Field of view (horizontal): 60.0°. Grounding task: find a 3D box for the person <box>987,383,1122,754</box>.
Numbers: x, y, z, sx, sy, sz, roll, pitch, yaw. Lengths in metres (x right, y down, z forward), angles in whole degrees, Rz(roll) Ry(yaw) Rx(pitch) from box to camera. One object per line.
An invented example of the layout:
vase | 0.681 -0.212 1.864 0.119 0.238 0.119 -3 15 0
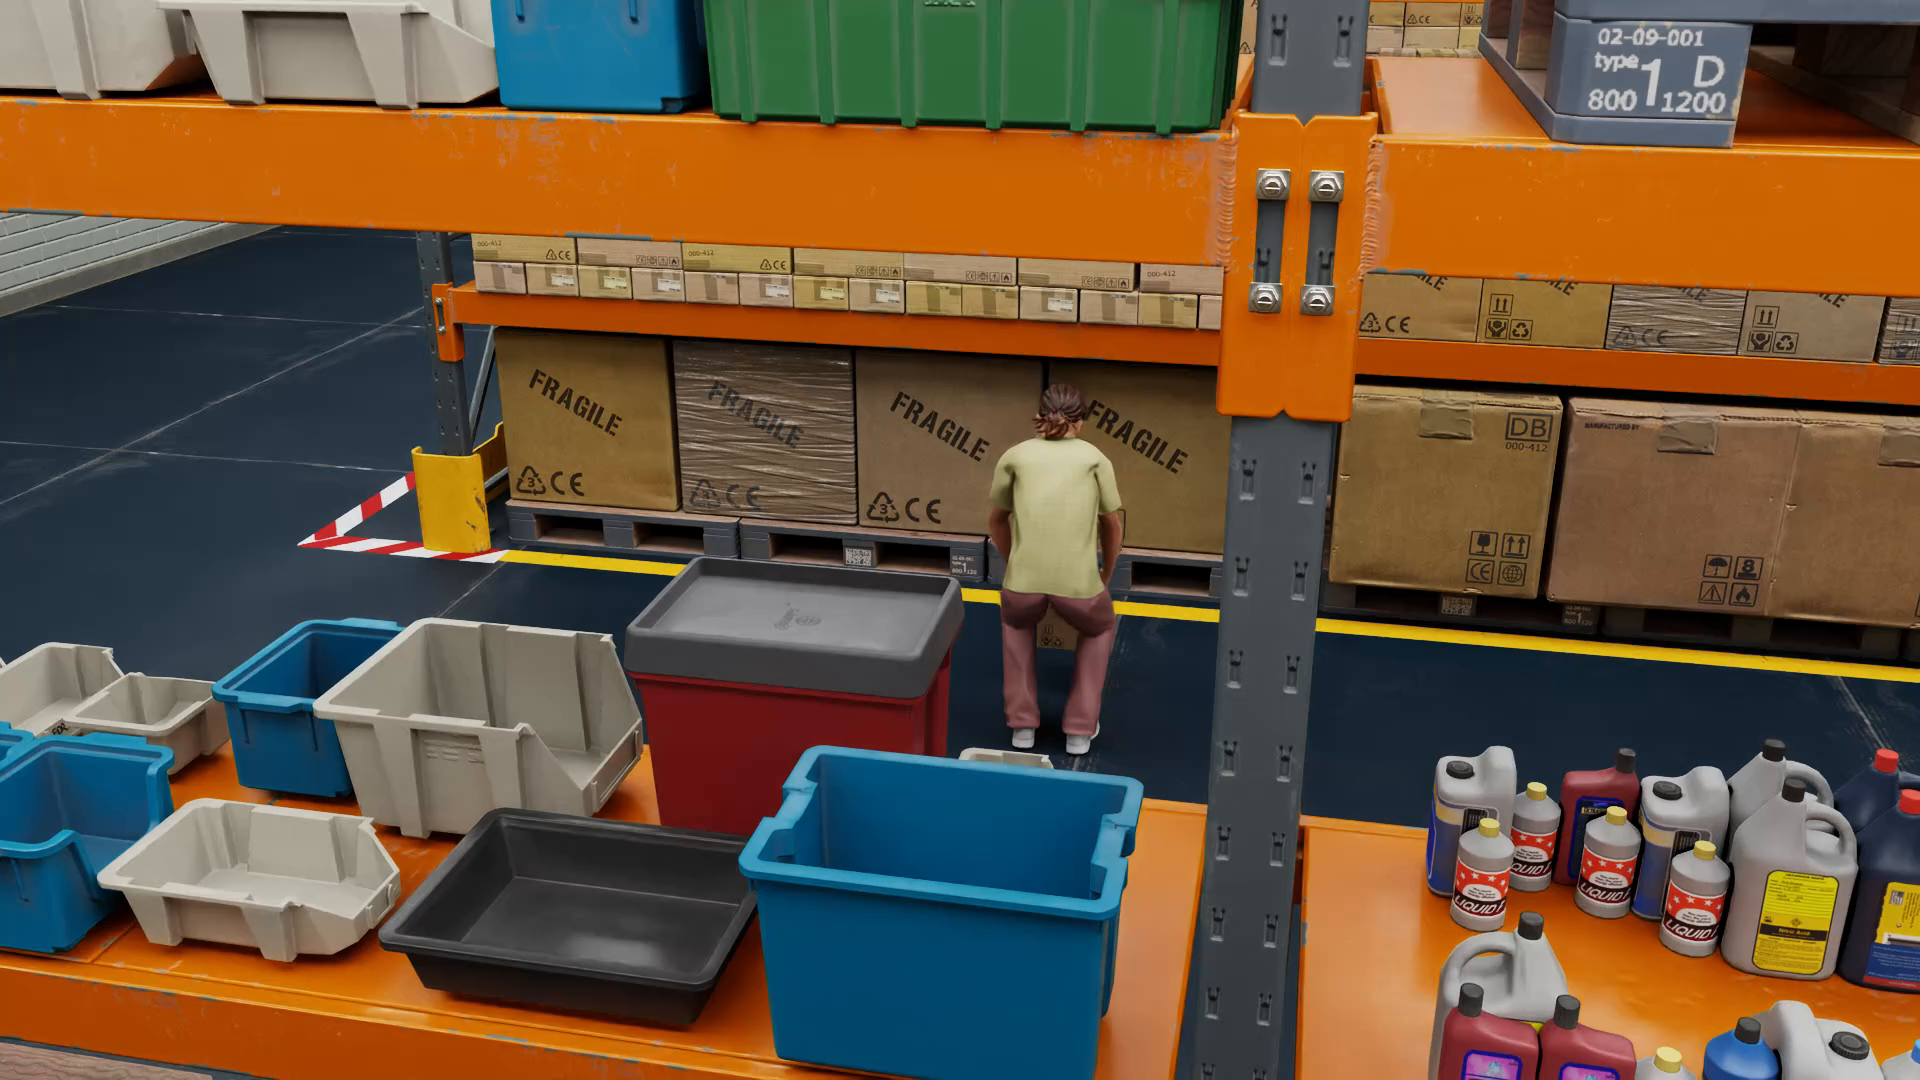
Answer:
person | 0.341 0.118 6.259 0.511 1.335 0.666 4 22 11
